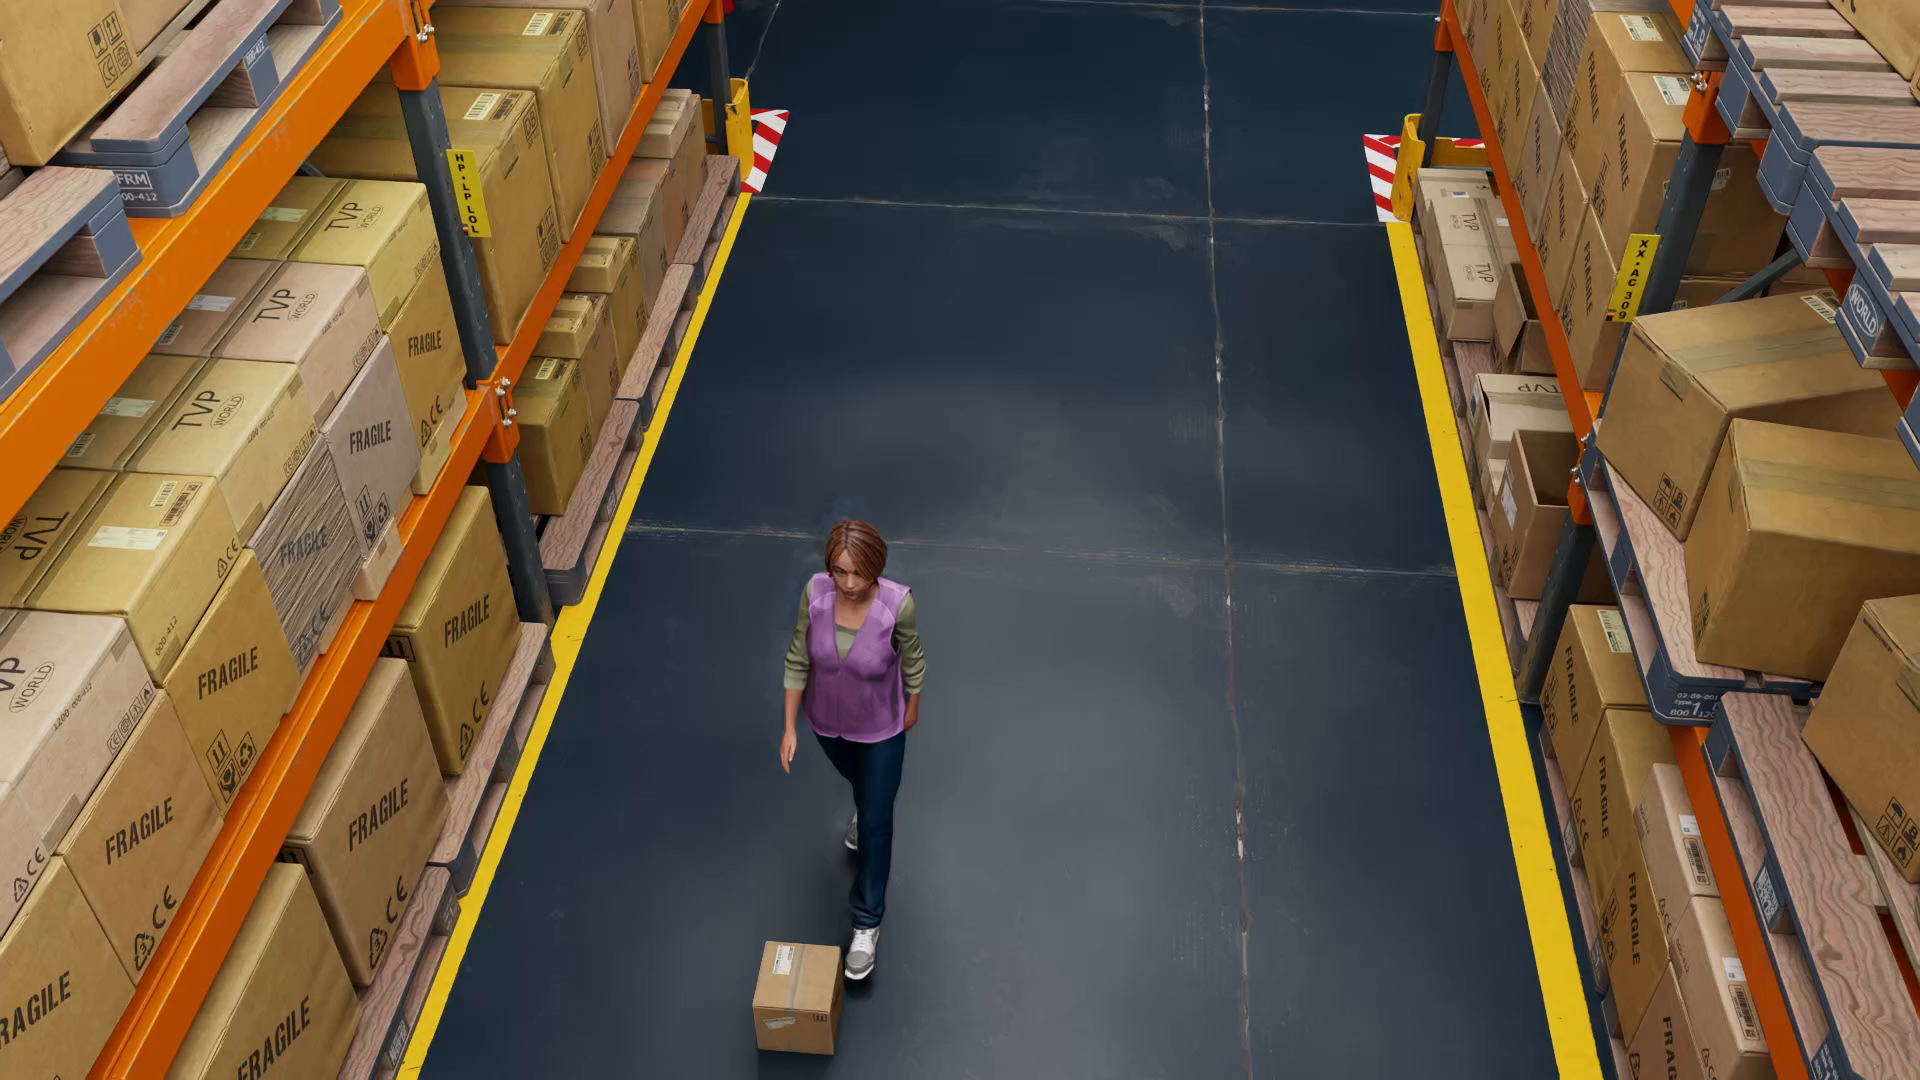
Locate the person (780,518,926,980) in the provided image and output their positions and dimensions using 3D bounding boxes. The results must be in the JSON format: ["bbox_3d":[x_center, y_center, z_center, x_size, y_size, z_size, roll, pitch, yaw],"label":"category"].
[{"bbox_3d":[-0.375,0.634,5.401,0.422,1.563,0.826,13,42,14],"label":"person"}]
